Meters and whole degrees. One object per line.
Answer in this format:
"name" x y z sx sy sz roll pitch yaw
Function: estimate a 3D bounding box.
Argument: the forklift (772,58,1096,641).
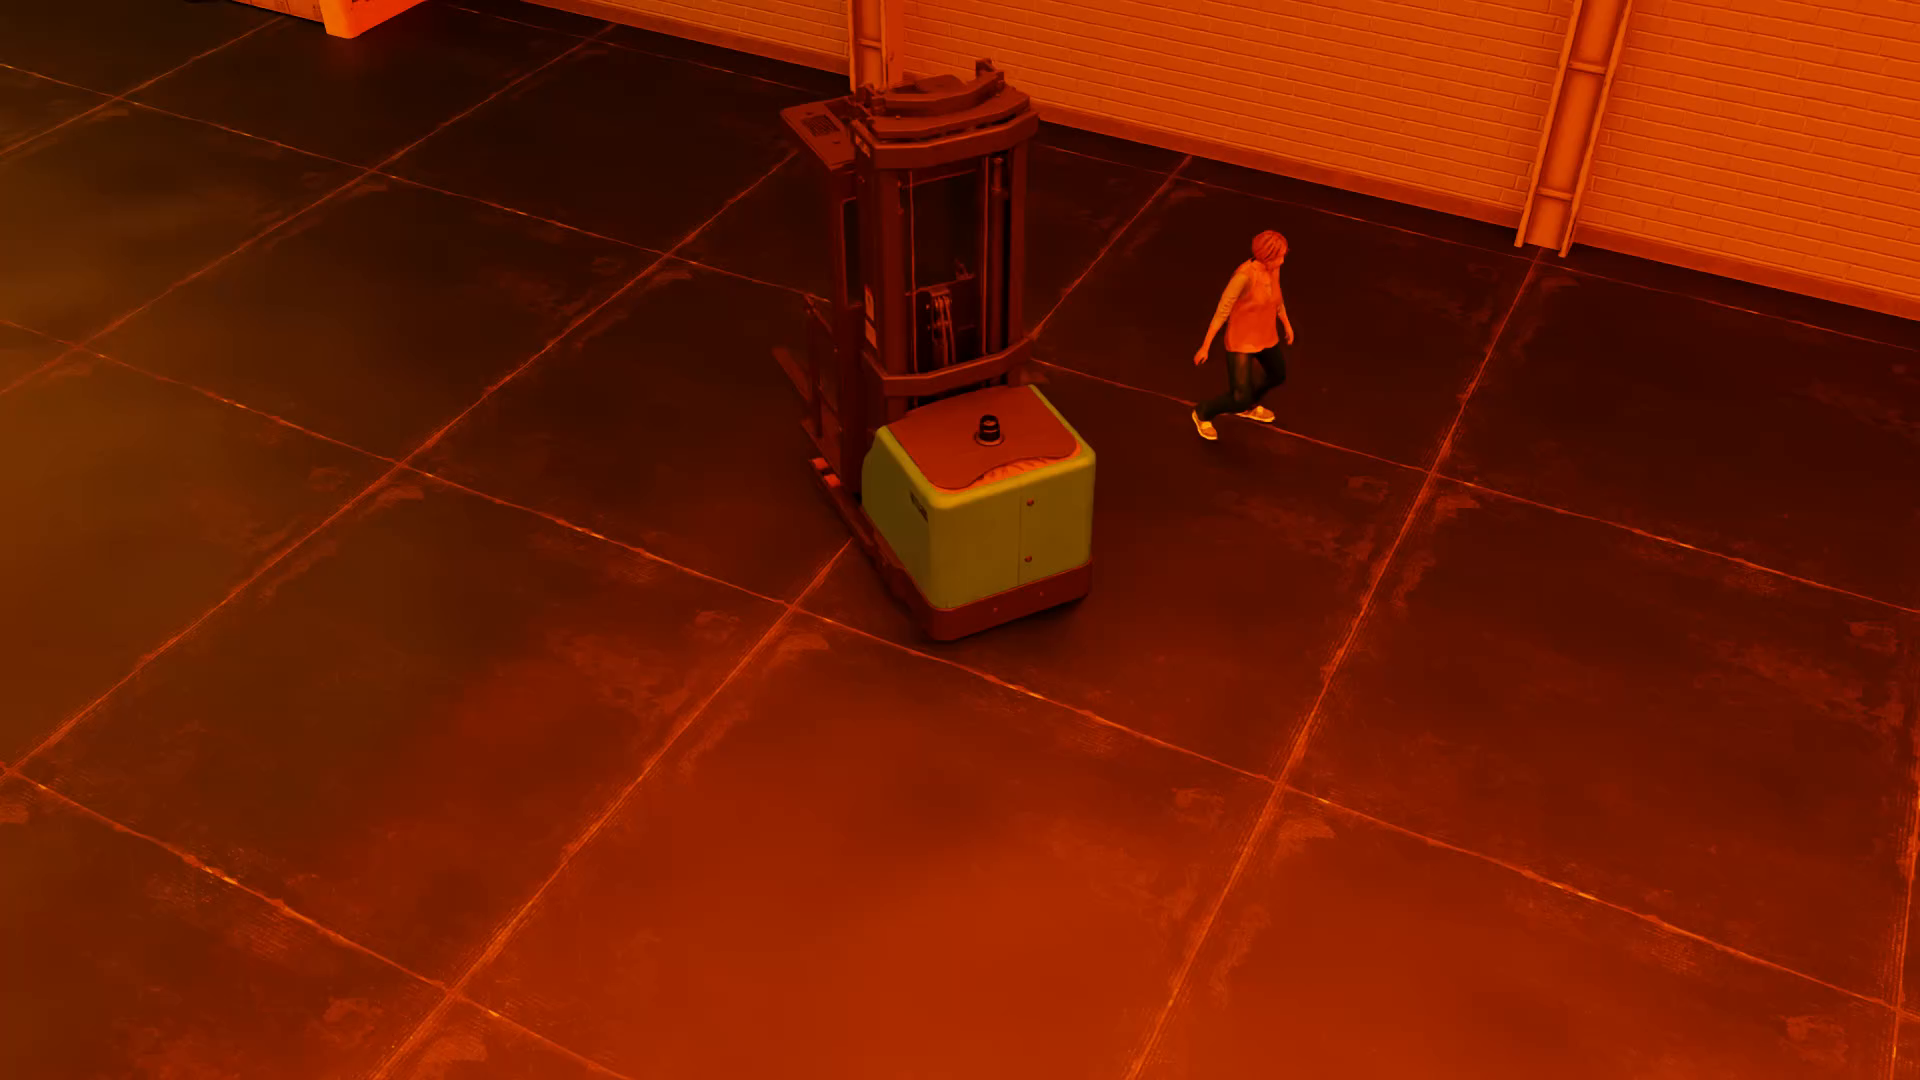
"forklift" -0.330 -1.489 9.754 1.130 2.935 3.031 -18 43 -20

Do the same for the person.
"person" 1.826 -1.277 10.614 0.755 1.520 0.449 -27 47 -28
